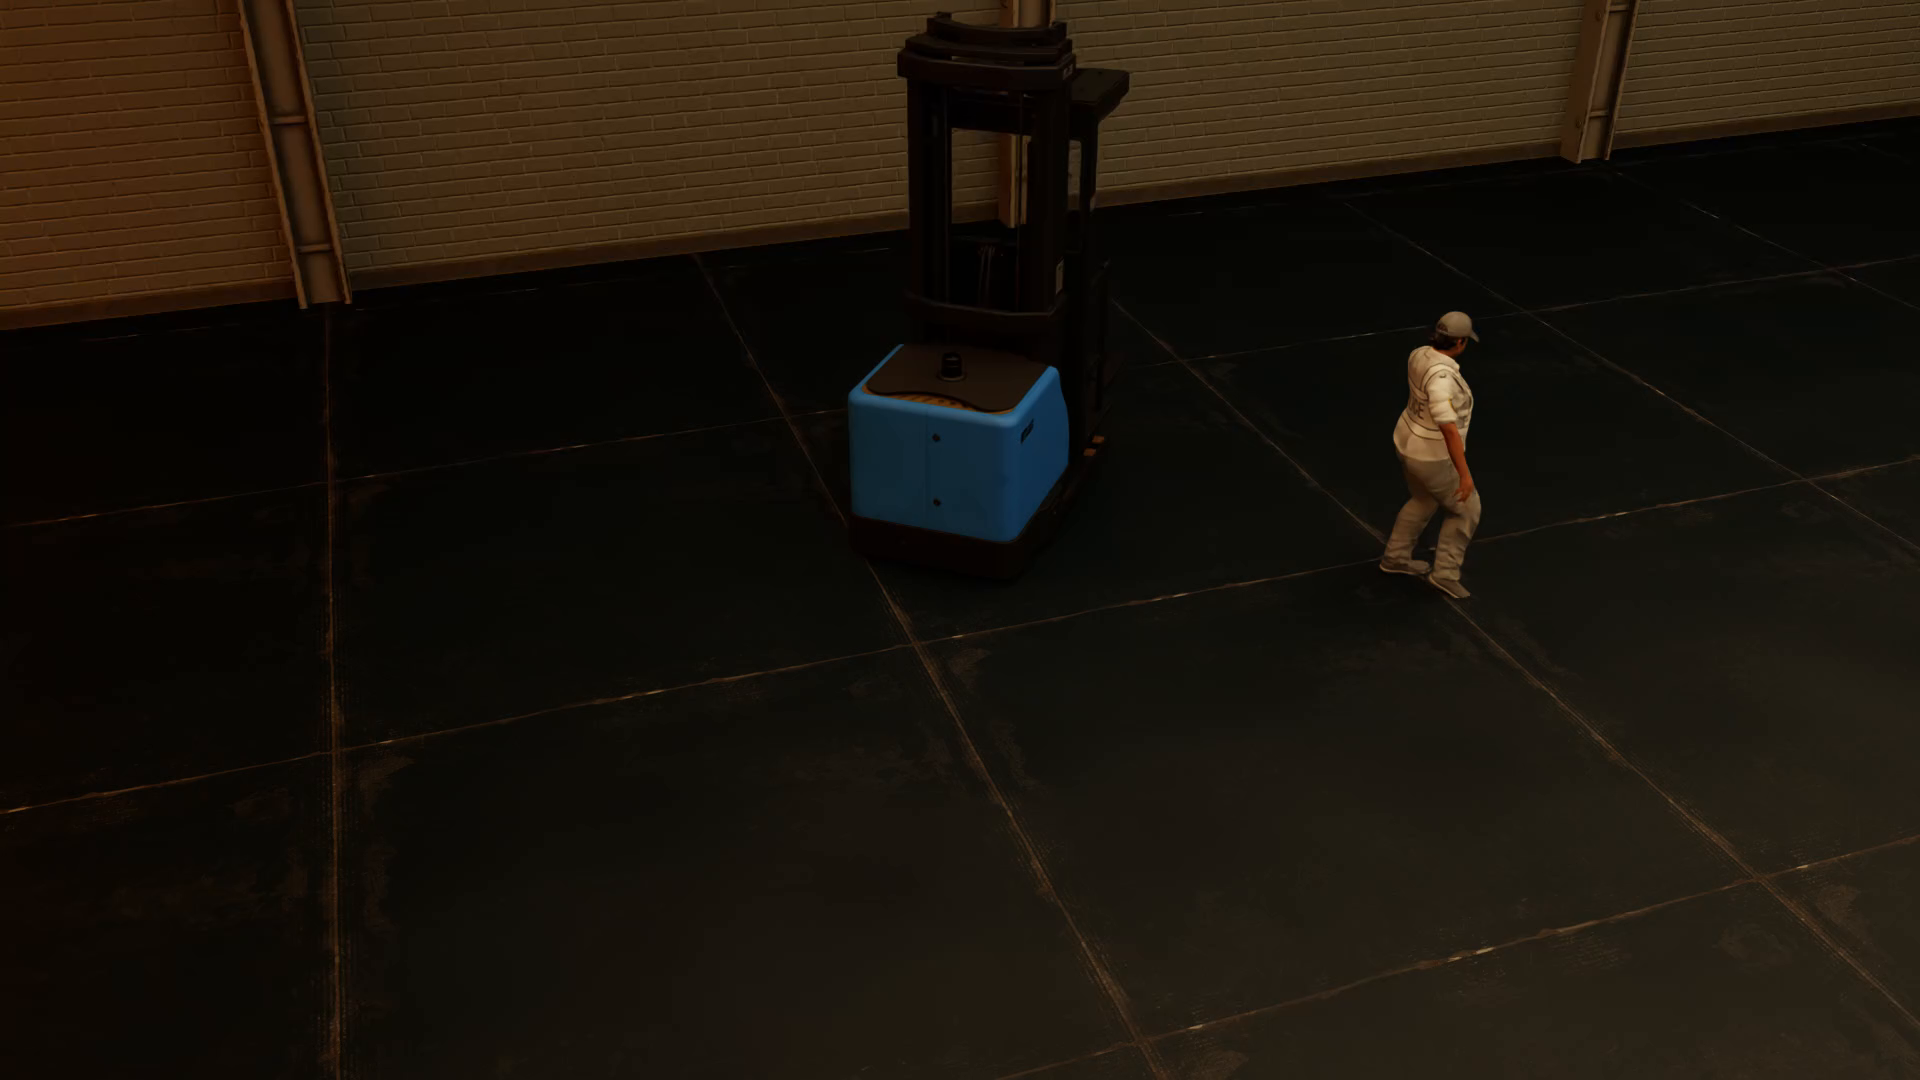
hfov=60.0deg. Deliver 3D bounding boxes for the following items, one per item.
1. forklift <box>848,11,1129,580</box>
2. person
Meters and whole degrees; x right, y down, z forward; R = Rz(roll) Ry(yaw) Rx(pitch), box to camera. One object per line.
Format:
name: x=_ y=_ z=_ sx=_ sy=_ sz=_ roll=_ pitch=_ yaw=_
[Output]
forklift: x=0.345 y=-1.765 z=10.154 sx=1.130 sy=2.935 sz=3.031 roll=11 pitch=32 yaw=18
person: x=2.677 y=-0.466 z=9.256 sx=0.517 sy=1.693 sz=0.880 roll=0 pitch=30 yaw=0
